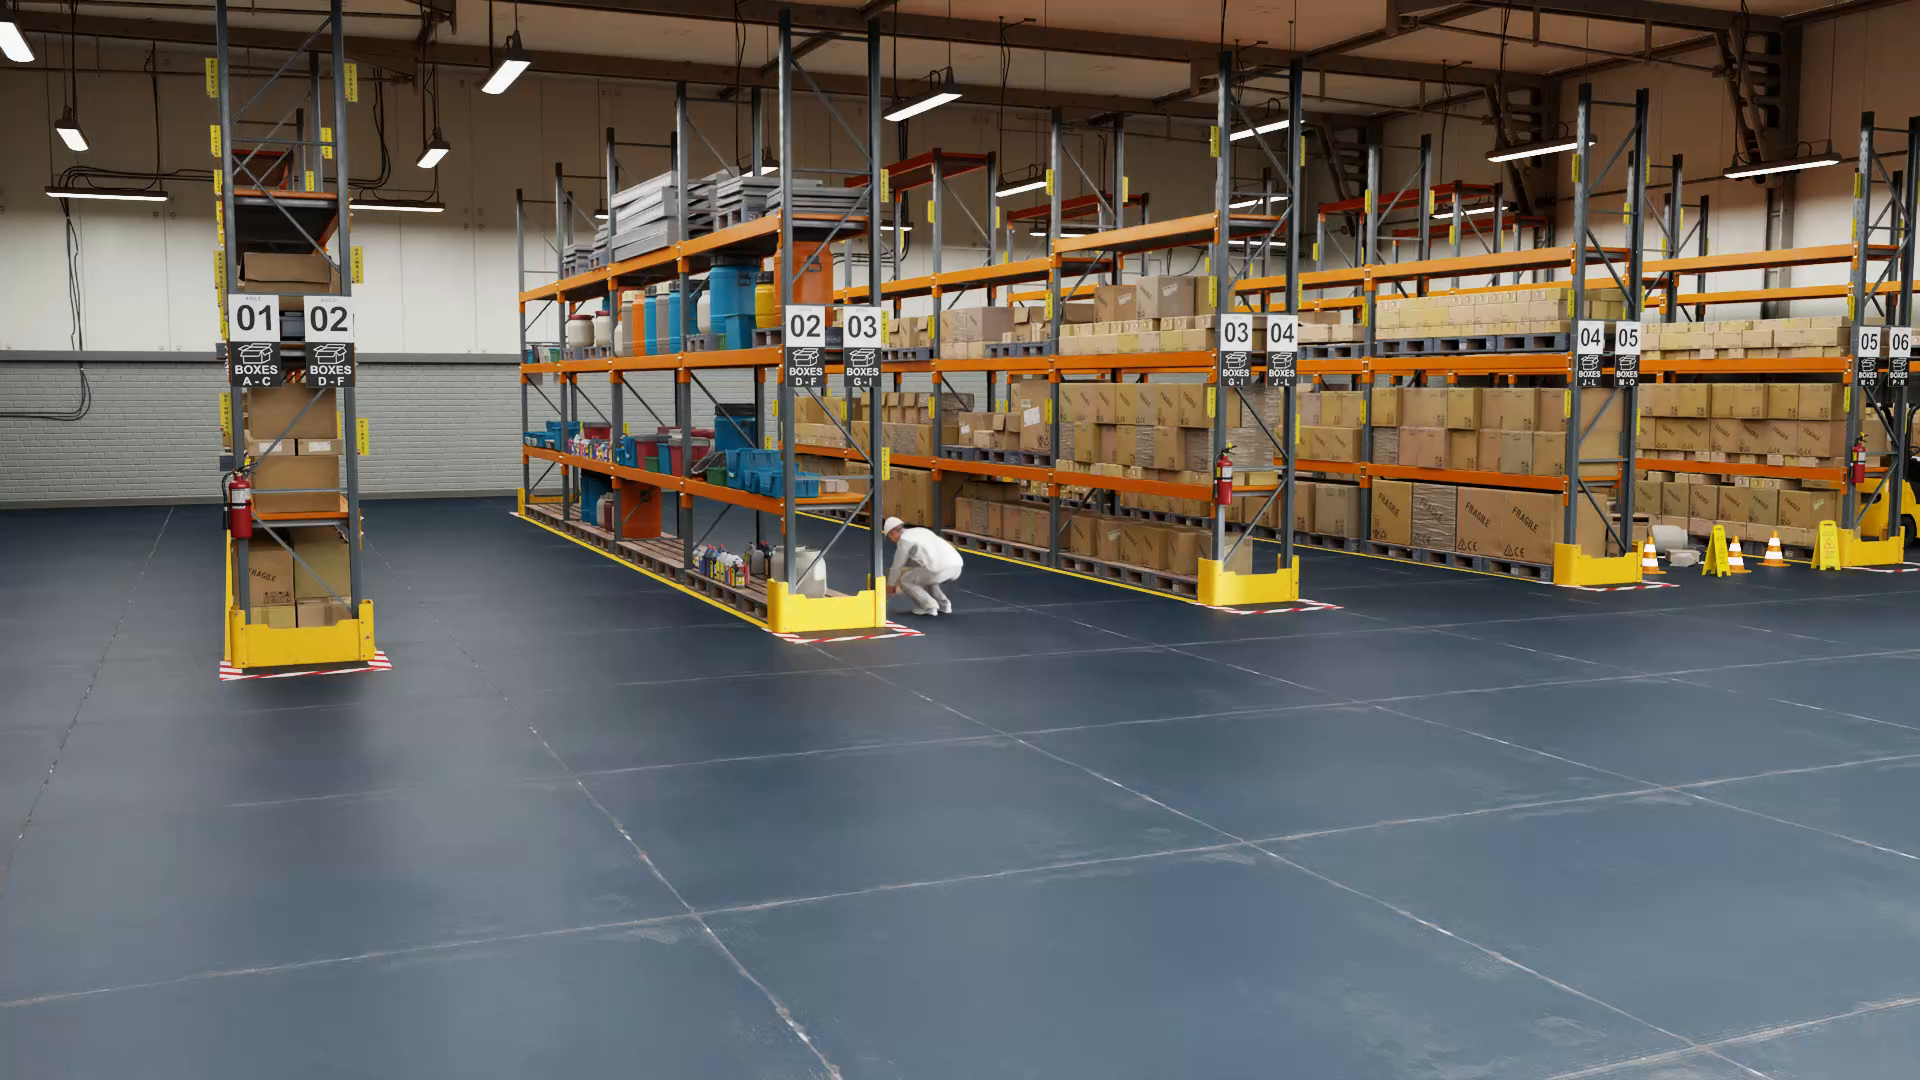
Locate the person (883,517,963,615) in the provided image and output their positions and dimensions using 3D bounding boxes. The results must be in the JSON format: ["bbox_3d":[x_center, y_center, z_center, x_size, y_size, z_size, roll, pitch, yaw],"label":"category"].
[{"bbox_3d":[-0.414,0.274,17.784,0.883,1.021,0.514,3,6,32],"label":"person"}]
